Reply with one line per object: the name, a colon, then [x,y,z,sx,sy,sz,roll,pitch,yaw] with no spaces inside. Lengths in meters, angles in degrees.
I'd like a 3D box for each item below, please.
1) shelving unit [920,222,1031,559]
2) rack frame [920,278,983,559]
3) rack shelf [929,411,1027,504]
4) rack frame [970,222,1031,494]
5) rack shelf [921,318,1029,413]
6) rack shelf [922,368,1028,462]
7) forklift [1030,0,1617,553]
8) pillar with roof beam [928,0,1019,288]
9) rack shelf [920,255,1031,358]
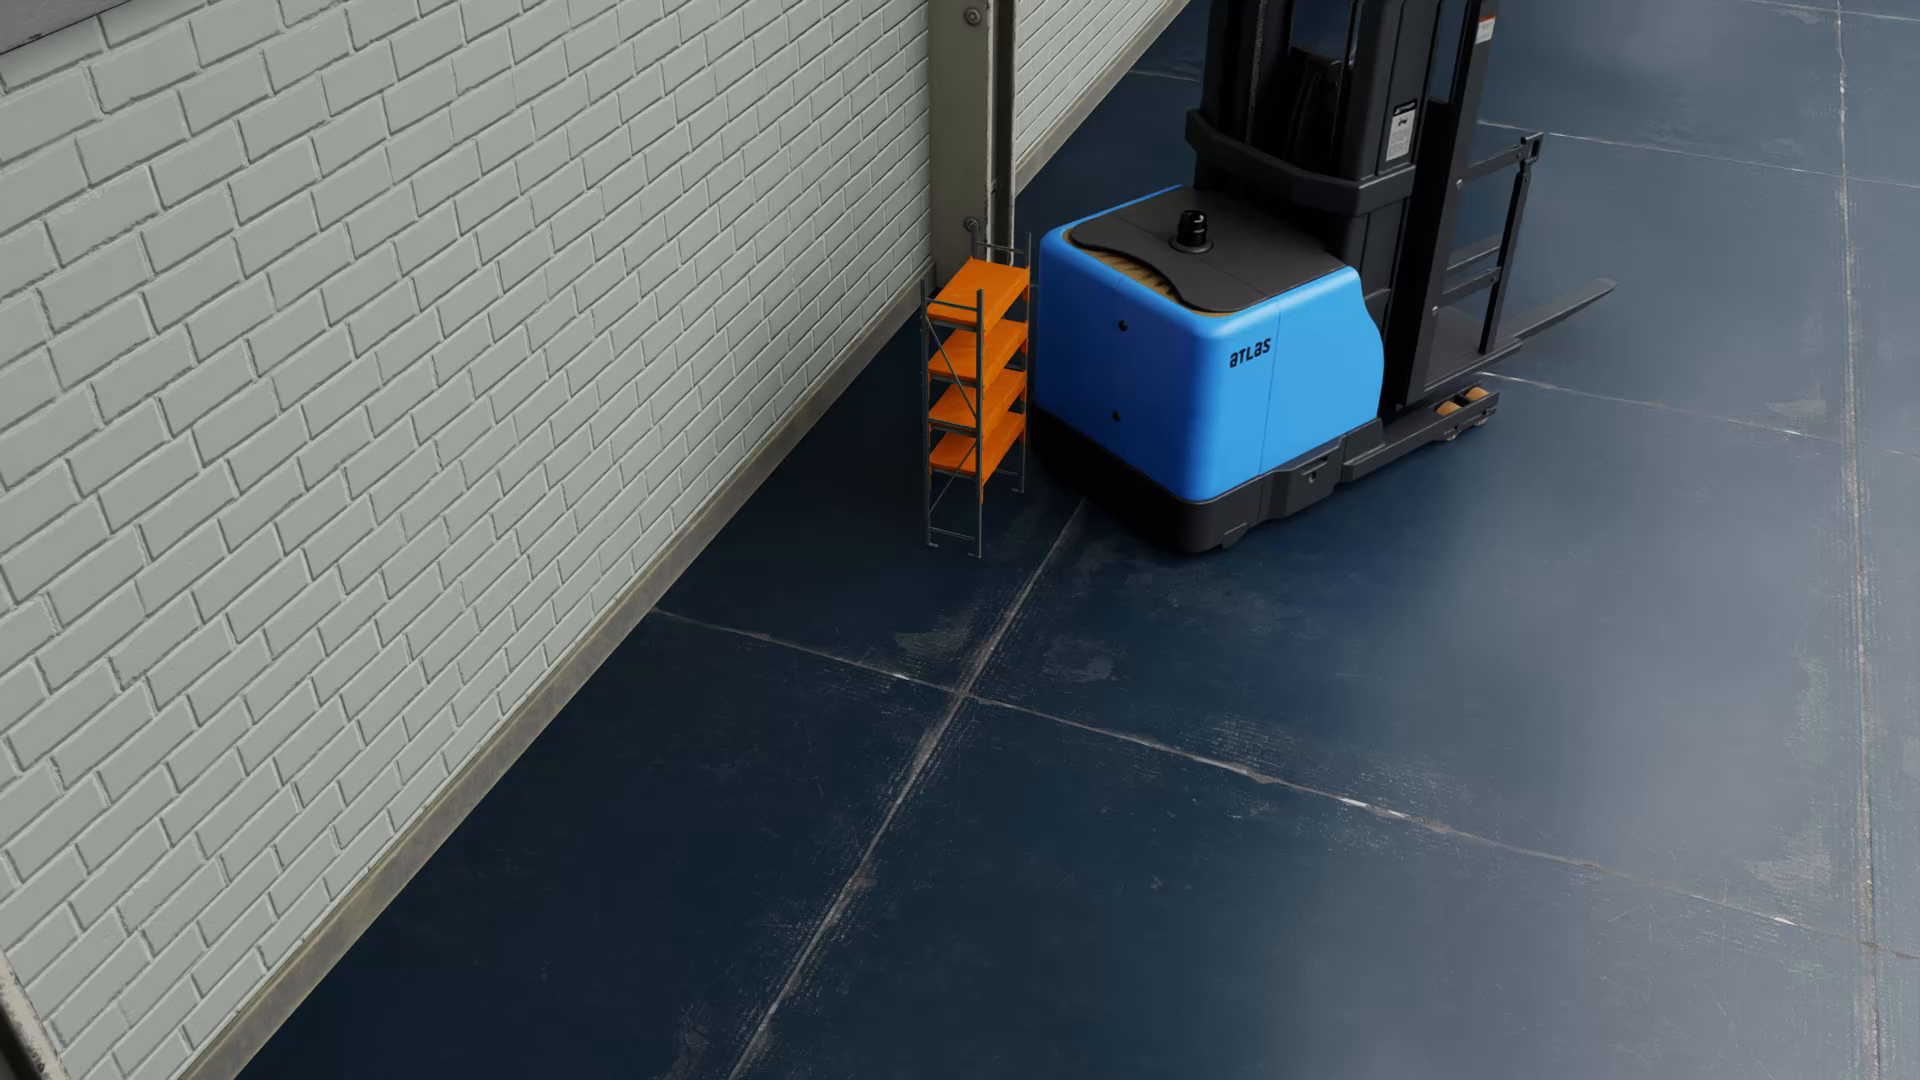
shelving unit: [0.063,-0.572,6.513,0.258,1.200,0.503,14,39,18]
rack frame: [-0.030,-0.437,6.333,0.240,1.200,0.015,14,39,18]
rack shelf: [0.063,-0.359,6.673,0.258,0.148,0.480,14,39,18]
rack frame: [0.156,-0.707,6.694,0.240,1.200,0.015,14,39,18]
rack shelf: [0.063,-0.698,6.420,0.258,0.148,0.480,14,39,18]
rack shelf: [0.063,-0.518,6.554,0.258,0.148,0.480,14,39,18]
forklift: [1.778,-1.842,6.766,3.031,2.935,1.130,-25,43,-29]
pillar with roof beam: [4.045,-3.998,4.582,9.100,9.000,0.400,14,39,18]
rack shelf: [0.063,-0.887,6.278,0.258,0.148,0.480,14,39,18]
